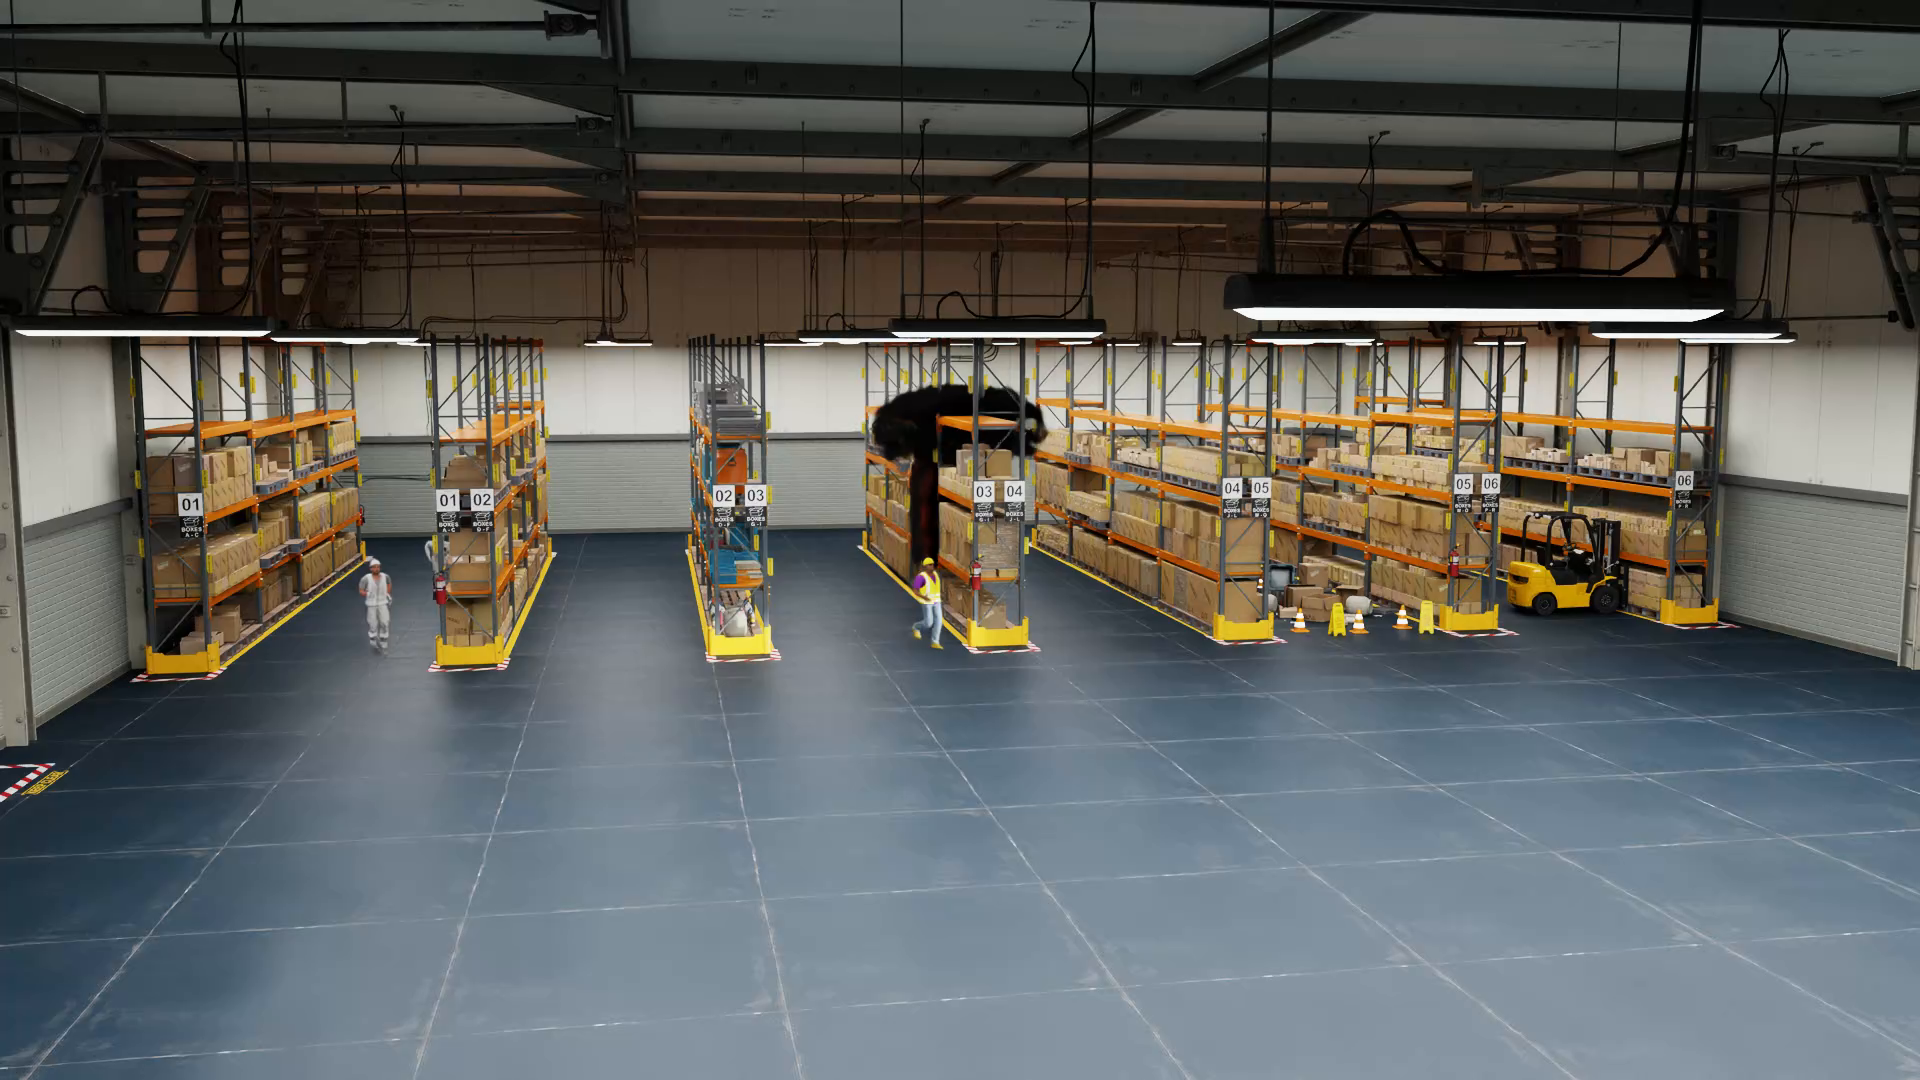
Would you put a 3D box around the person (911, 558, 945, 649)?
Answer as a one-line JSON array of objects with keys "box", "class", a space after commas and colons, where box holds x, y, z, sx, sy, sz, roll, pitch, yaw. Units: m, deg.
[{"box": [-0.602, 1.205, 31.997, 0.708, 1.749, 0.828, -5, 8, -39], "class": "person"}]

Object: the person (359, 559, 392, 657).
[{"box": [-10.970, 1.265, 31.245, 0.589, 1.831, 0.835, -3, 7, -23], "class": "person"}]

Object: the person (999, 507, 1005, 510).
[{"box": [1.035, -0.347, 46.435, 0.685, 1.545, 0.862, -1, 7, -6], "class": "person"}]

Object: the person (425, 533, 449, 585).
[{"box": [-11.911, 0.589, 38.159, 0.655, 1.628, 0.950, -1, 7, -8], "class": "person"}]
